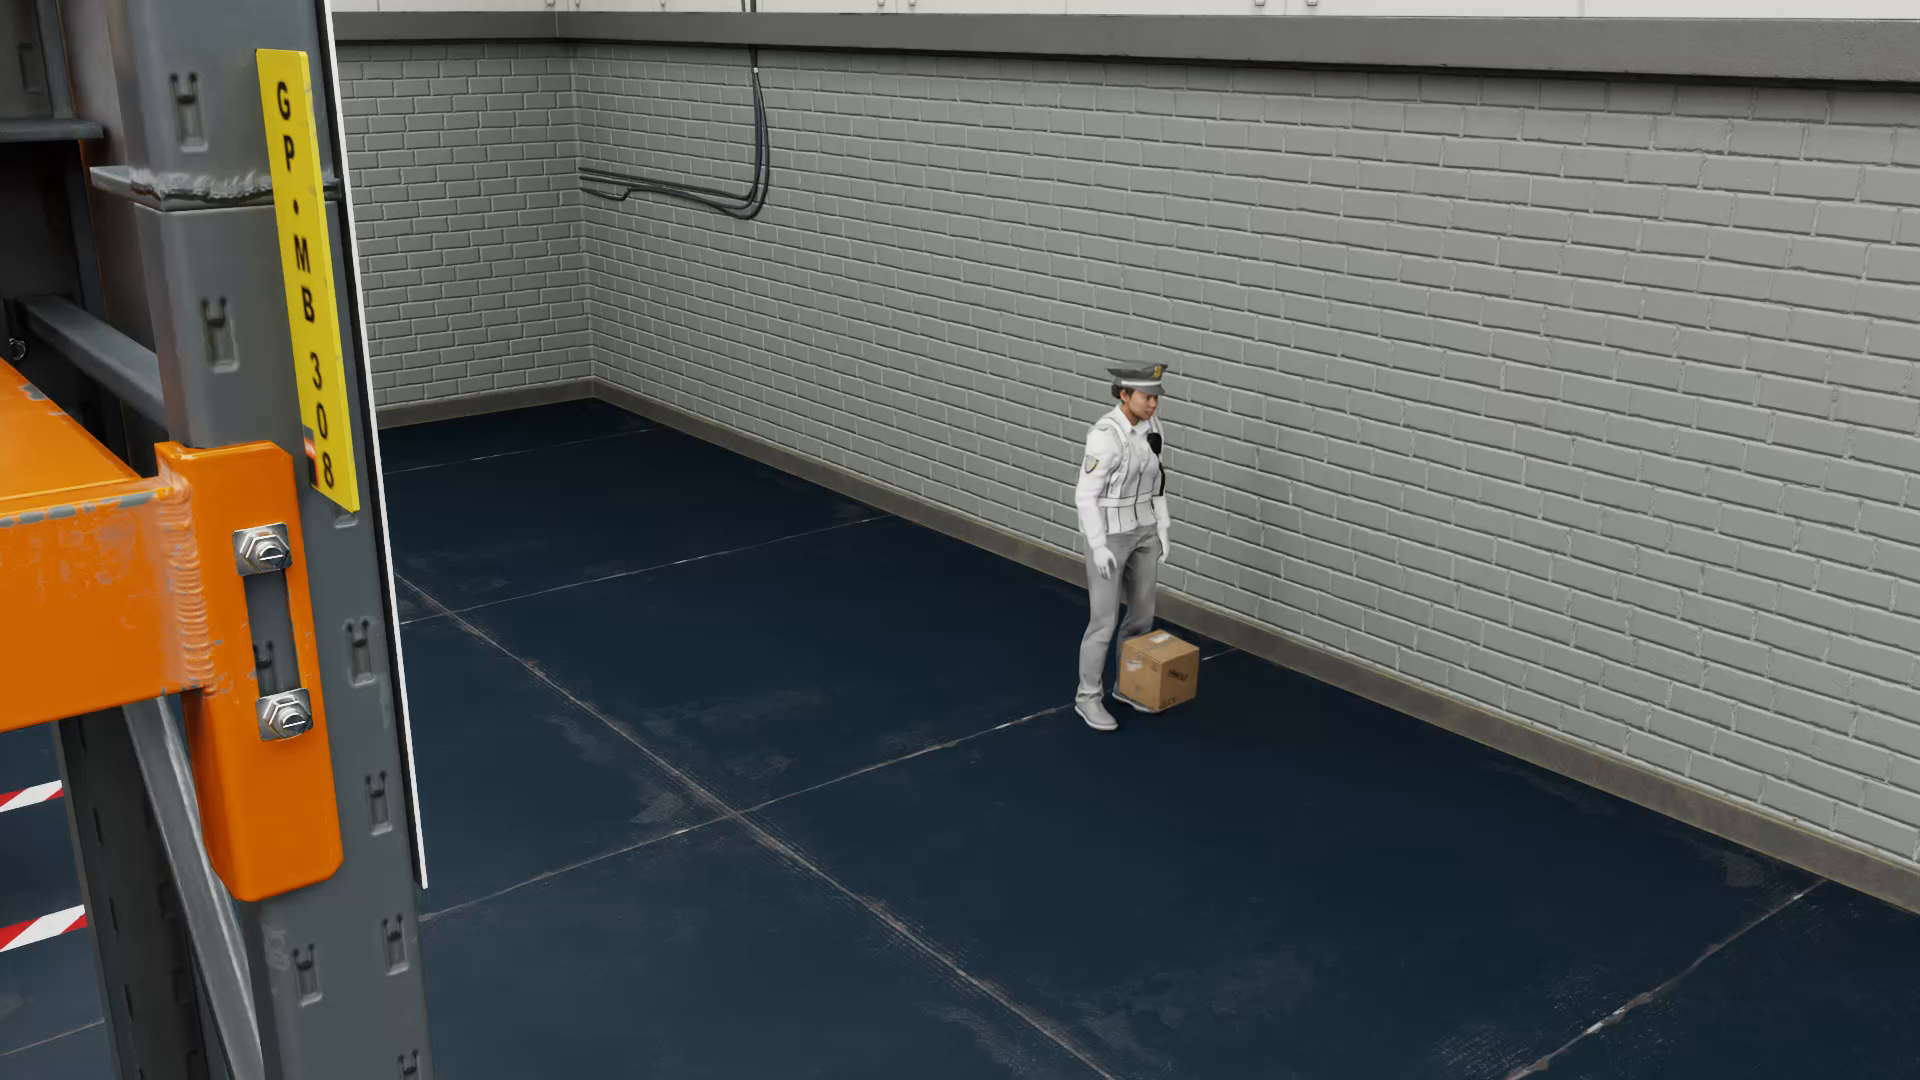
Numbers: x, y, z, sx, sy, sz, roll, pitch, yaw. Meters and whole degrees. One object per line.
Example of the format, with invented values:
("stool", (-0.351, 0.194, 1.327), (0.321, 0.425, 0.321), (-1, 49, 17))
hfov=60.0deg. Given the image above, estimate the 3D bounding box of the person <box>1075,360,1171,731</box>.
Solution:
("person", (0.739, -0.001, 7.545), (0.512, 1.666, 0.358), (-14, 23, -38))
